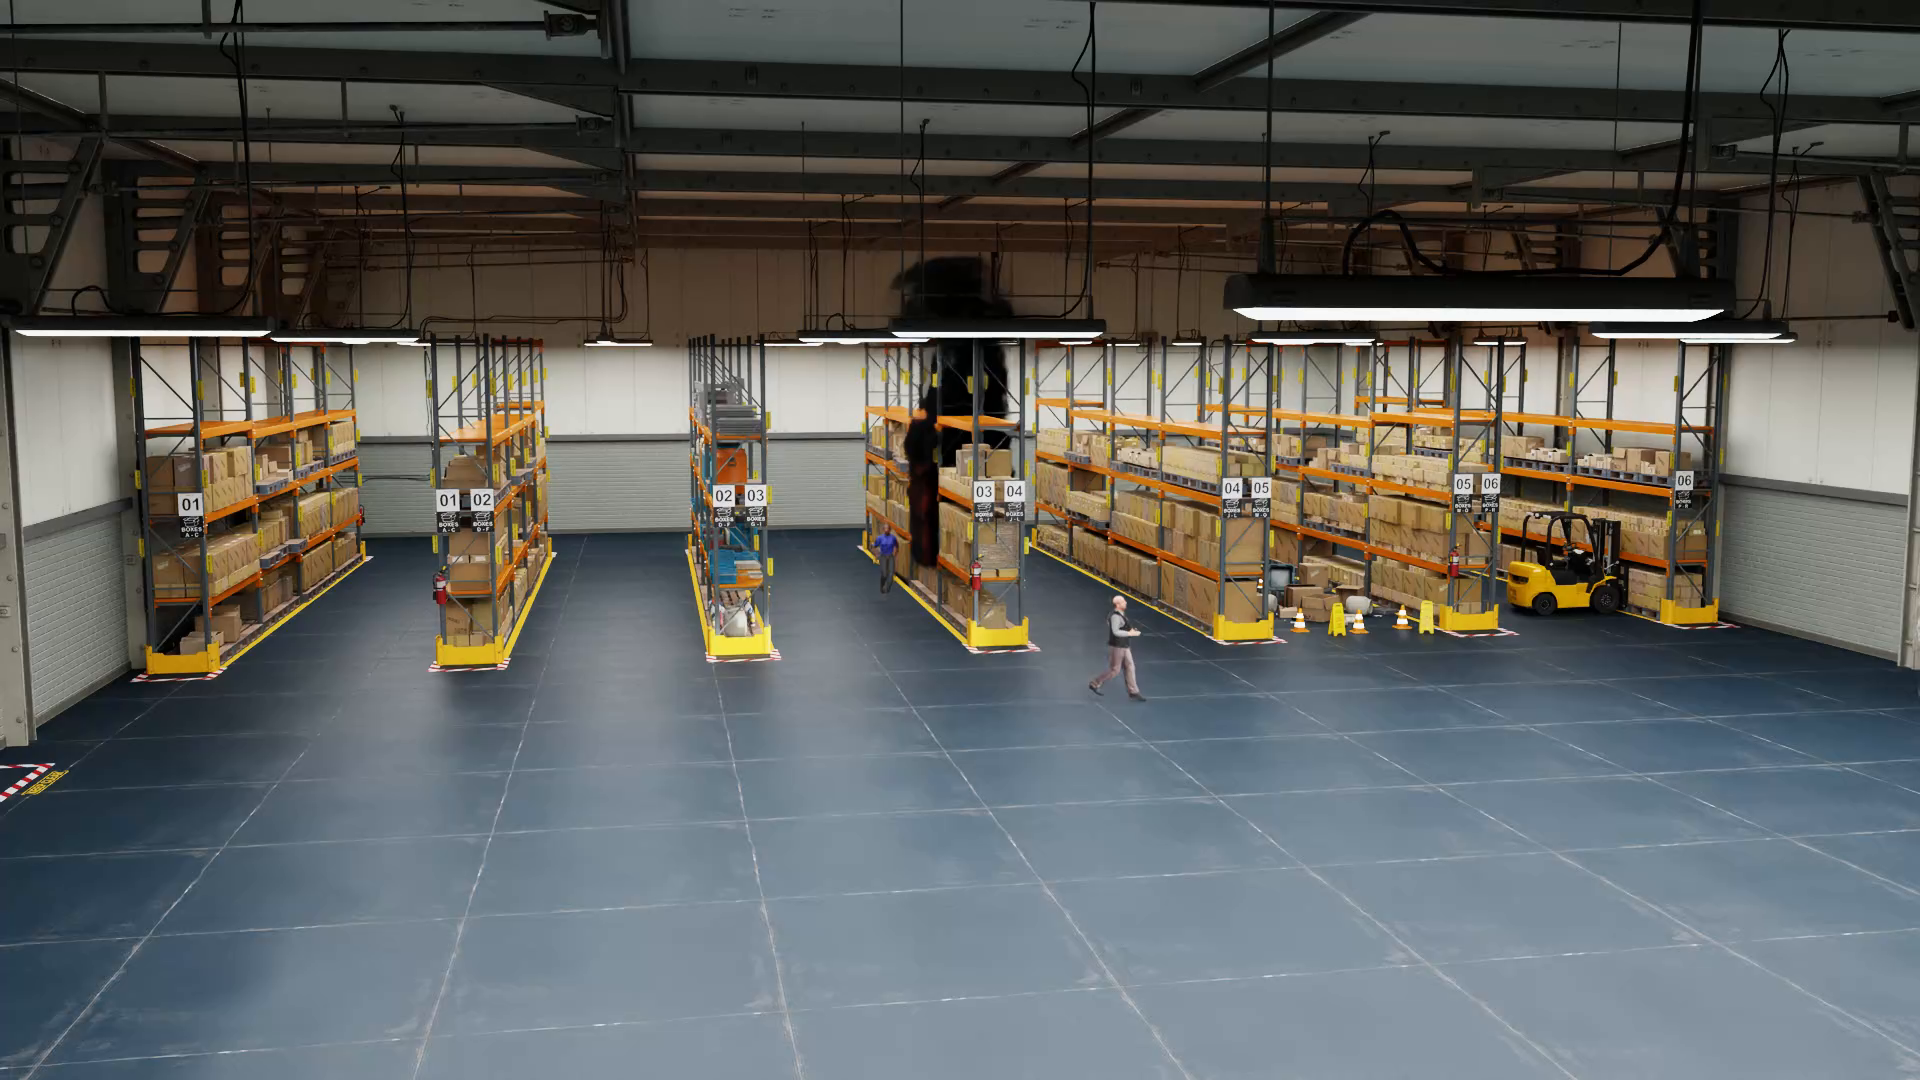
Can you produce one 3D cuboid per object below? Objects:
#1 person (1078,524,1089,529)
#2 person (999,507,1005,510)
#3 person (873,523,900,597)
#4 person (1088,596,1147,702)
[{"bbox_3d":[3.722,-0.916,50.355,0.602,1.737,0.652,-3,7,-27],"label":"person"},{"bbox_3d":[0.968,-0.673,48.185,0.768,1.738,0.896,2,7,18],"label":"person"},{"bbox_3d":[-1.601,0.446,36.570,0.588,1.615,0.507,-2,7,-15],"label":"person"},{"bbox_3d":[2.568,1.768,27.033,0.954,1.734,0.658,2,7,15],"label":"person"}]
